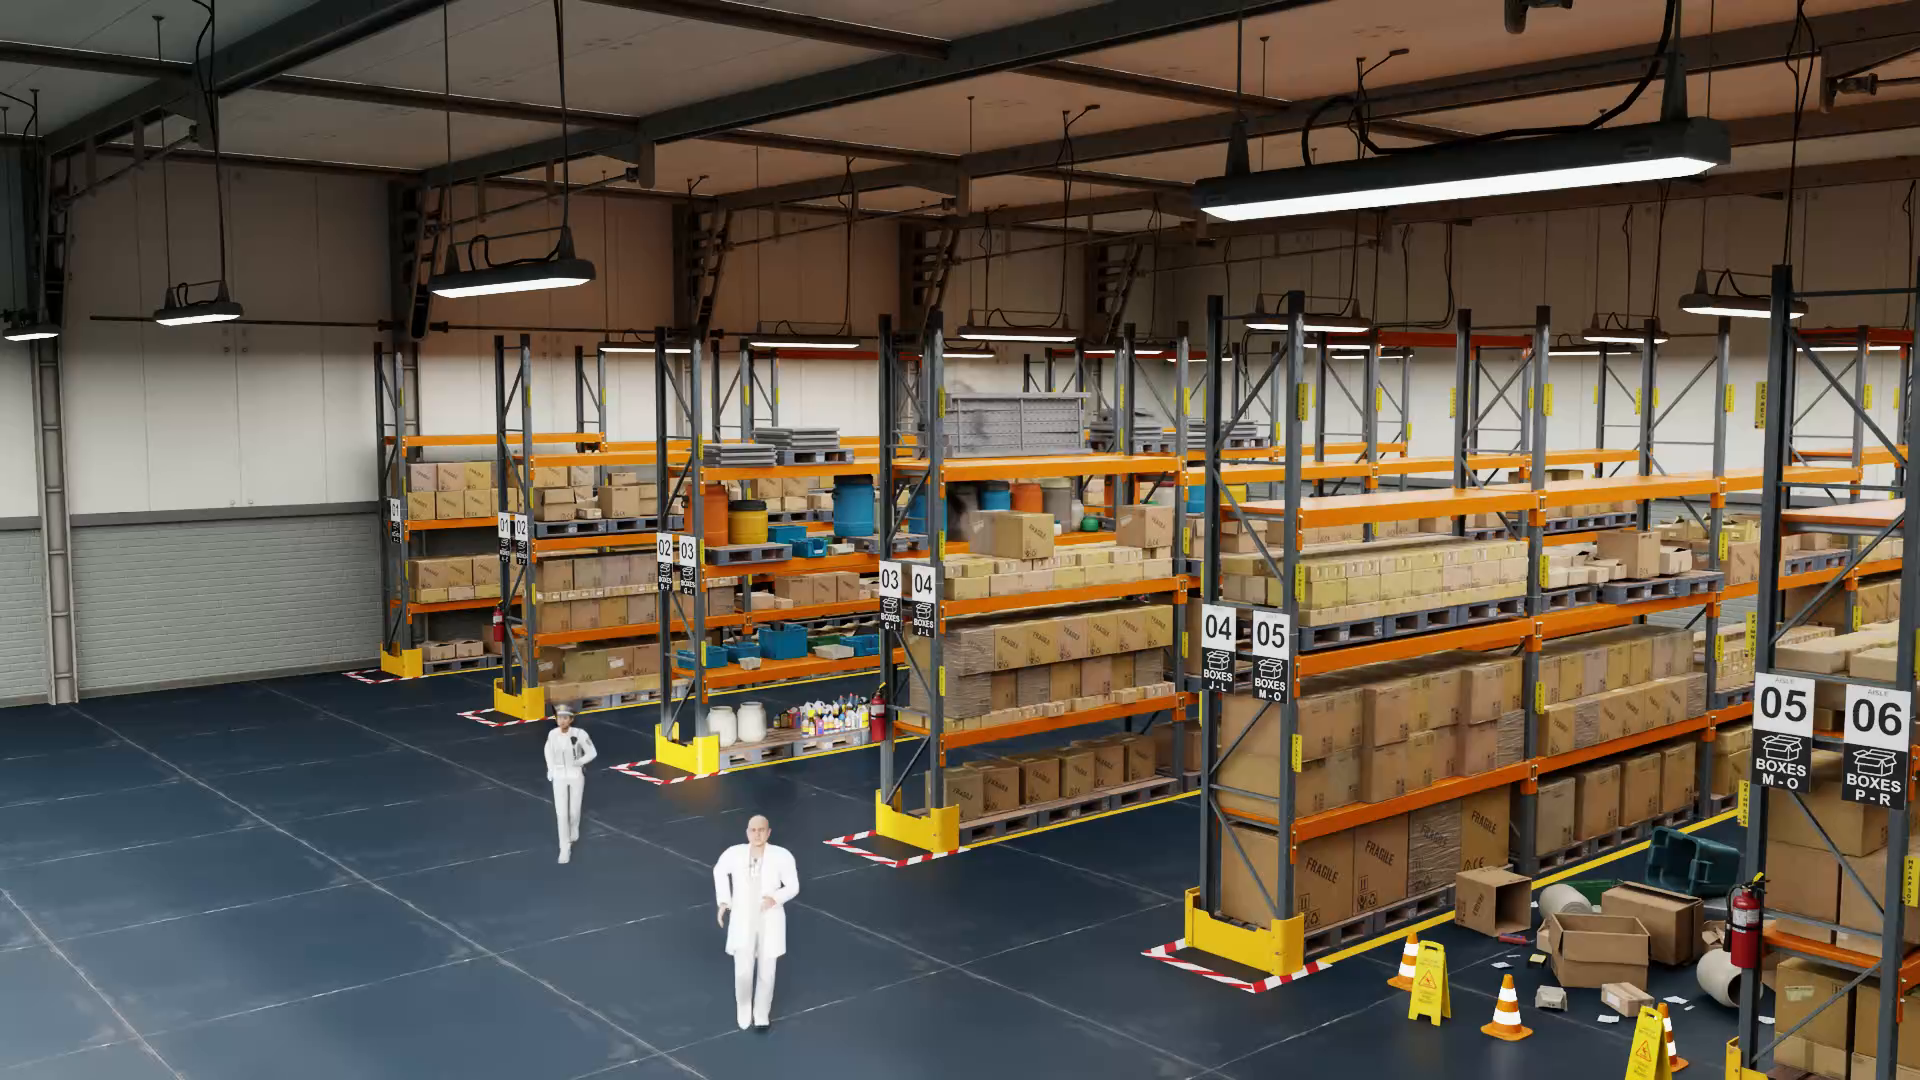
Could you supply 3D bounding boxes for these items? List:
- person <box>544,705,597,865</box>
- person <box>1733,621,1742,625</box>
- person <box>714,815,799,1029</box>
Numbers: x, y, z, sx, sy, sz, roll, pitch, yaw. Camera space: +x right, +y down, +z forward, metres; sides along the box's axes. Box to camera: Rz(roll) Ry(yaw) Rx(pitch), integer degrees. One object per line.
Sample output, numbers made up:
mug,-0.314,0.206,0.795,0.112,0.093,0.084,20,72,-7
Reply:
person,-4.318,2.651,18.415,0.603,1.710,0.842,0,5,-4
person,11.871,2.050,25.376,0.589,1.636,0.599,-4,7,-40
person,-1.627,3.074,13.282,0.691,1.740,0.692,-1,5,-6
